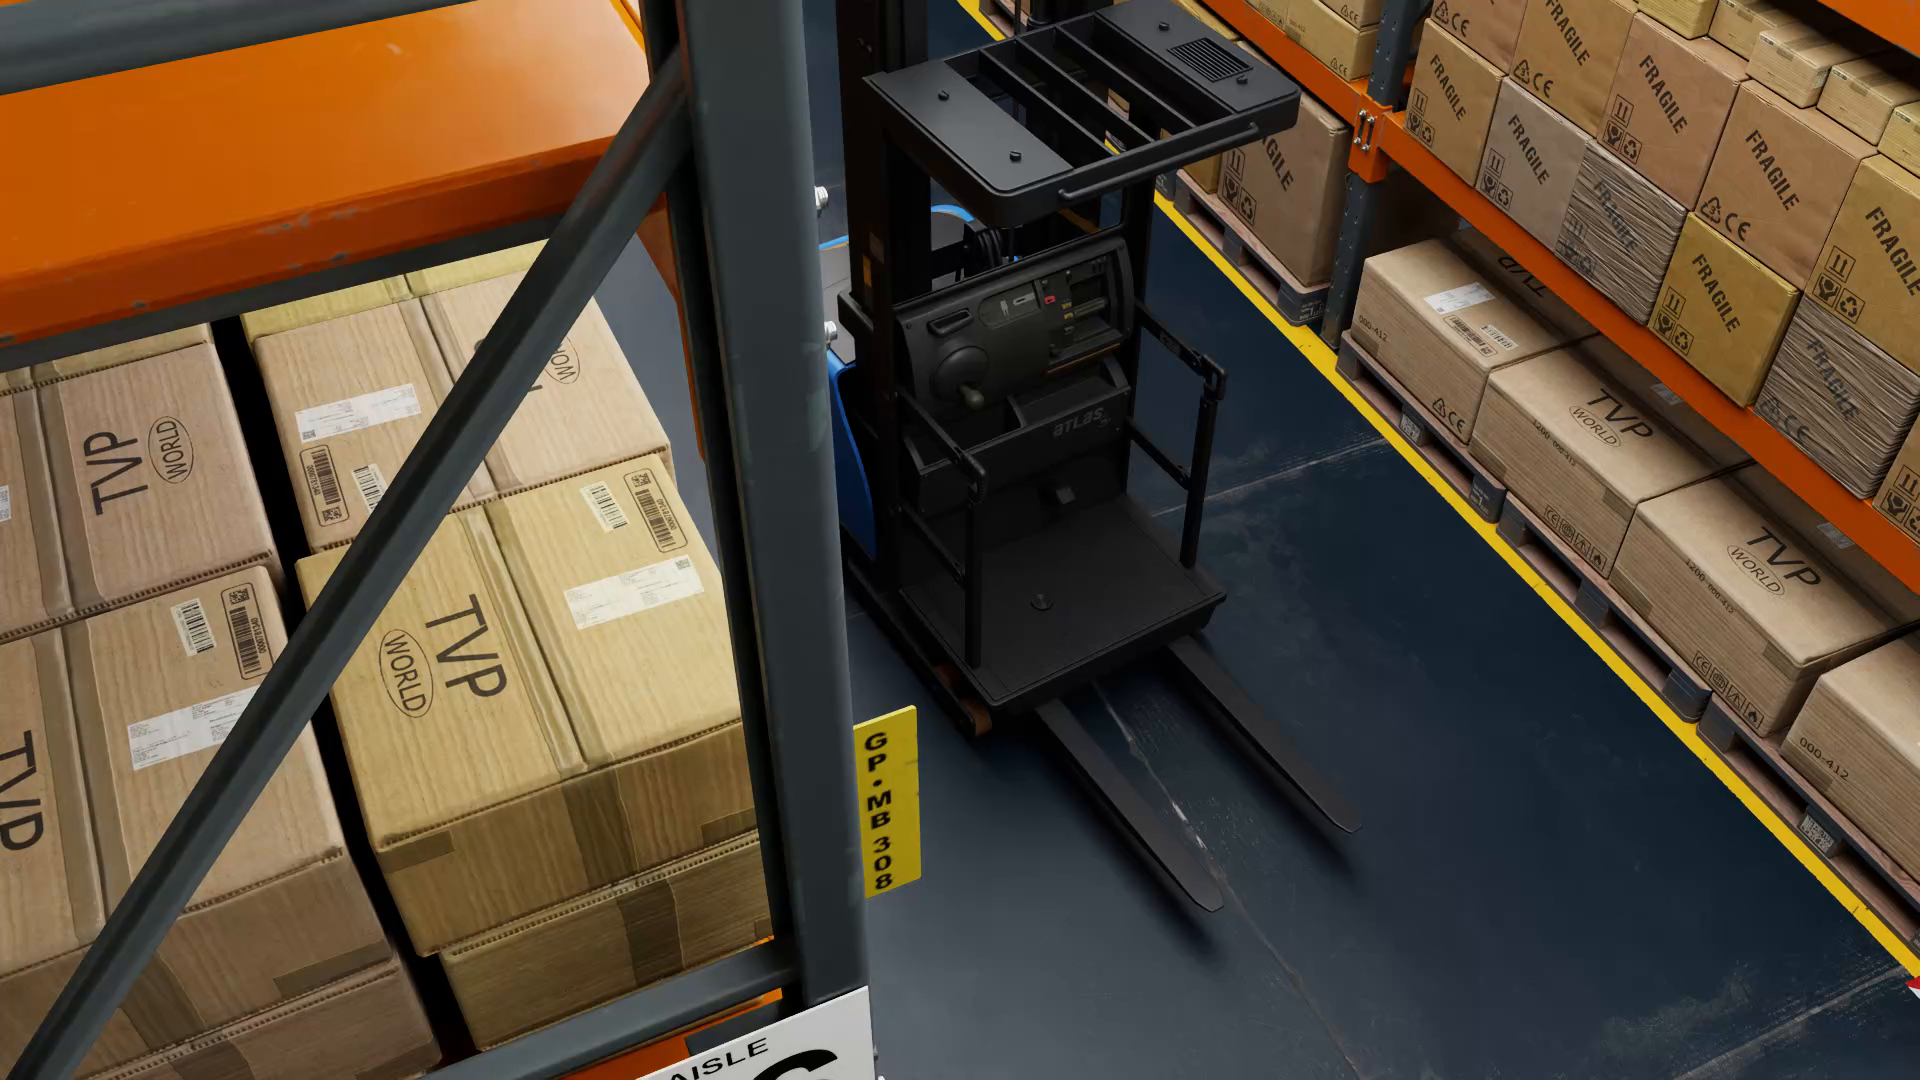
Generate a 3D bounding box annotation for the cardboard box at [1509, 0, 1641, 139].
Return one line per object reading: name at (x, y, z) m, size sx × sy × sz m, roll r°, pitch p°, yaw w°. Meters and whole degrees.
cardboard box at (2.421, -1.860, 6.085) m, size 0.500 × 0.500 × 0.500 m, roll -19°, pitch 48°, yaw -18°

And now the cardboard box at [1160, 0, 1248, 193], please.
cardboard box at (1.514, -2.505, 8.736) m, size 0.875 × 0.875 × 0.875 m, roll -17°, pitch 47°, yaw -16°

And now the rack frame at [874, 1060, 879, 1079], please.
rack frame at (-0.586, 1.850, 3.108) m, size 1.000 × 3.000 × 0.127 m, roll -18°, pitch 47°, yaw -17°

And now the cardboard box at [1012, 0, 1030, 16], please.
cardboard box at (0.767, -3.644, 9.890) m, size 0.875 × 0.875 × 0.875 m, roll -18°, pitch 48°, yaw -18°

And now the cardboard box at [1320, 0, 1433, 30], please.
cardboard box at (1.828, -2.501, 7.268) m, size 0.500 × 0.250 × 0.500 m, roll -18°, pitch 47°, yaw -17°

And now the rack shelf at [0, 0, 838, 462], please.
rack shelf at (-1.427, -1.302, 2.546) m, size 1.077 × 0.370 × 4.000 m, roll -18°, pitch 47°, yaw -17°

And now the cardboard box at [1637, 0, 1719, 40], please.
cardboard box at (2.534, -1.848, 5.611) m, size 0.380 × 0.149 × 0.250 m, roll -19°, pitch 48°, yaw -19°

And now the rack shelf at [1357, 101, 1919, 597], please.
rack shelf at (3.075, -0.636, 6.140) m, size 1.077 × 0.370 × 4.000 m, roll -18°, pitch 47°, yaw -17°

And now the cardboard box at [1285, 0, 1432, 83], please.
cardboard box at (1.817, -2.325, 7.446) m, size 0.500 × 0.250 × 0.500 m, roll -19°, pitch 48°, yaw -18°

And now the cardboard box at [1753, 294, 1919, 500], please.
cardboard box at (3.050, -0.532, 5.451) m, size 0.500 × 0.500 × 0.500 m, roll -17°, pitch 47°, yaw -16°

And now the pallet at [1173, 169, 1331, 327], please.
pallet at (1.841, -1.644, 8.635) m, size 1.003 × 0.211 × 1.213 m, roll -18°, pitch 47°, yaw -17°

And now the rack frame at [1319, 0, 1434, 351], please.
rack frame at (2.234, -2.167, 7.179) m, size 1.000 × 3.000 × 0.127 m, roll -18°, pitch 47°, yaw -17°

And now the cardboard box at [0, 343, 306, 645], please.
cardboard box at (-1.244, 0.020, 2.367) m, size 0.500 × 0.250 × 0.500 m, roll -19°, pitch 48°, yaw -19°

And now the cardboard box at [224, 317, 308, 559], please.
cardboard box at (-1.453, -0.118, 2.862) m, size 0.500 × 0.250 × 0.500 m, roll -19°, pitch 48°, yaw -18°

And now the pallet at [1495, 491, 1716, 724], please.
pallet at (3.000, 0.112, 6.855) m, size 1.003 × 0.211 × 1.213 m, roll -18°, pitch 47°, yaw -17°

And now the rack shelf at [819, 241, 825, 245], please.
rack shelf at (-0.739, -1.263, 7.527) m, size 0.258 × 0.103 × 0.180 m, roll -24°, pitch 15°, yaw -23°

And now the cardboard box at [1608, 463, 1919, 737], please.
cardboard box at (3.155, 0.173, 6.333) m, size 0.875 × 0.438 × 0.875 m, roll -17°, pitch 47°, yaw -16°

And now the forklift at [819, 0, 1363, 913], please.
forklift at (0.328, -0.670, 5.711) m, size 1.130 × 2.935 × 3.031 m, roll -23°, pitch 49°, yaw -22°

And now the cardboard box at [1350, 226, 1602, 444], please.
cardboard box at (2.401, -0.973, 7.494) m, size 0.875 × 0.438 × 0.875 m, roll -19°, pitch 48°, yaw -18°

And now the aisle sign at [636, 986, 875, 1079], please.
aisle sign at (-0.291, 0.882, 2.239) m, size 0.394 × 0.787 × 0.004 m, roll -18°, pitch 47°, yaw -17°

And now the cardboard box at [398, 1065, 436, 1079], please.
cardboard box at (-0.930, 0.736, 2.280) m, size 0.380 × 0.149 × 0.250 m, roll -17°, pitch 47°, yaw -16°

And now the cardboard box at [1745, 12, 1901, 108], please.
cardboard box at (2.755, -1.535, 5.294) m, size 0.380 × 0.149 × 0.250 m, roll -18°, pitch 47°, yaw -17°

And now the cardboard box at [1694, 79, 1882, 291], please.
cardboard box at (2.836, -1.208, 5.424) m, size 0.500 × 0.500 × 0.500 m, roll -18°, pitch 47°, yaw -18°

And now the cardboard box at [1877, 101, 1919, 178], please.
cardboard box at (2.997, -1.207, 4.961) m, size 0.380 × 0.149 × 0.250 m, roll -17°, pitch 47°, yaw -16°

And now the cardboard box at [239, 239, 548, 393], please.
cardboard box at (-0.965, -0.451, 2.843) m, size 0.500 × 0.250 × 0.500 m, roll -19°, pitch 48°, yaw -18°

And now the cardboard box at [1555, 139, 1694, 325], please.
cardboard box at (2.605, -1.185, 6.113) m, size 0.500 × 0.500 × 0.500 m, roll -18°, pitch 47°, yaw -17°

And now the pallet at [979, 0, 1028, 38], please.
pallet at (0.815, -3.199, 10.210) m, size 1.003 × 0.211 × 1.213 m, roll -18°, pitch 47°, yaw -17°

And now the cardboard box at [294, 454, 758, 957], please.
cardboard box at (-0.545, 0.195, 2.189) m, size 0.500 × 0.250 × 0.500 m, roll -19°, pitch 48°, yaw -18°

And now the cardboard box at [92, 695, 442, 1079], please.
cardboard box at (-1.020, 0.527, 2.208) m, size 0.500 × 0.250 × 0.500 m, roll -19°, pitch 48°, yaw -18°

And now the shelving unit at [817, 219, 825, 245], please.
shelving unit at (-0.716, -1.193, 7.545) m, size 0.258 × 1.200 × 0.189 m, roll -24°, pitch 15°, yaw -23°

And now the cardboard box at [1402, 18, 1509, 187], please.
cardboard box at (2.194, -1.826, 6.763) m, size 0.500 × 0.500 × 0.500 m, roll -17°, pitch 47°, yaw -16°
